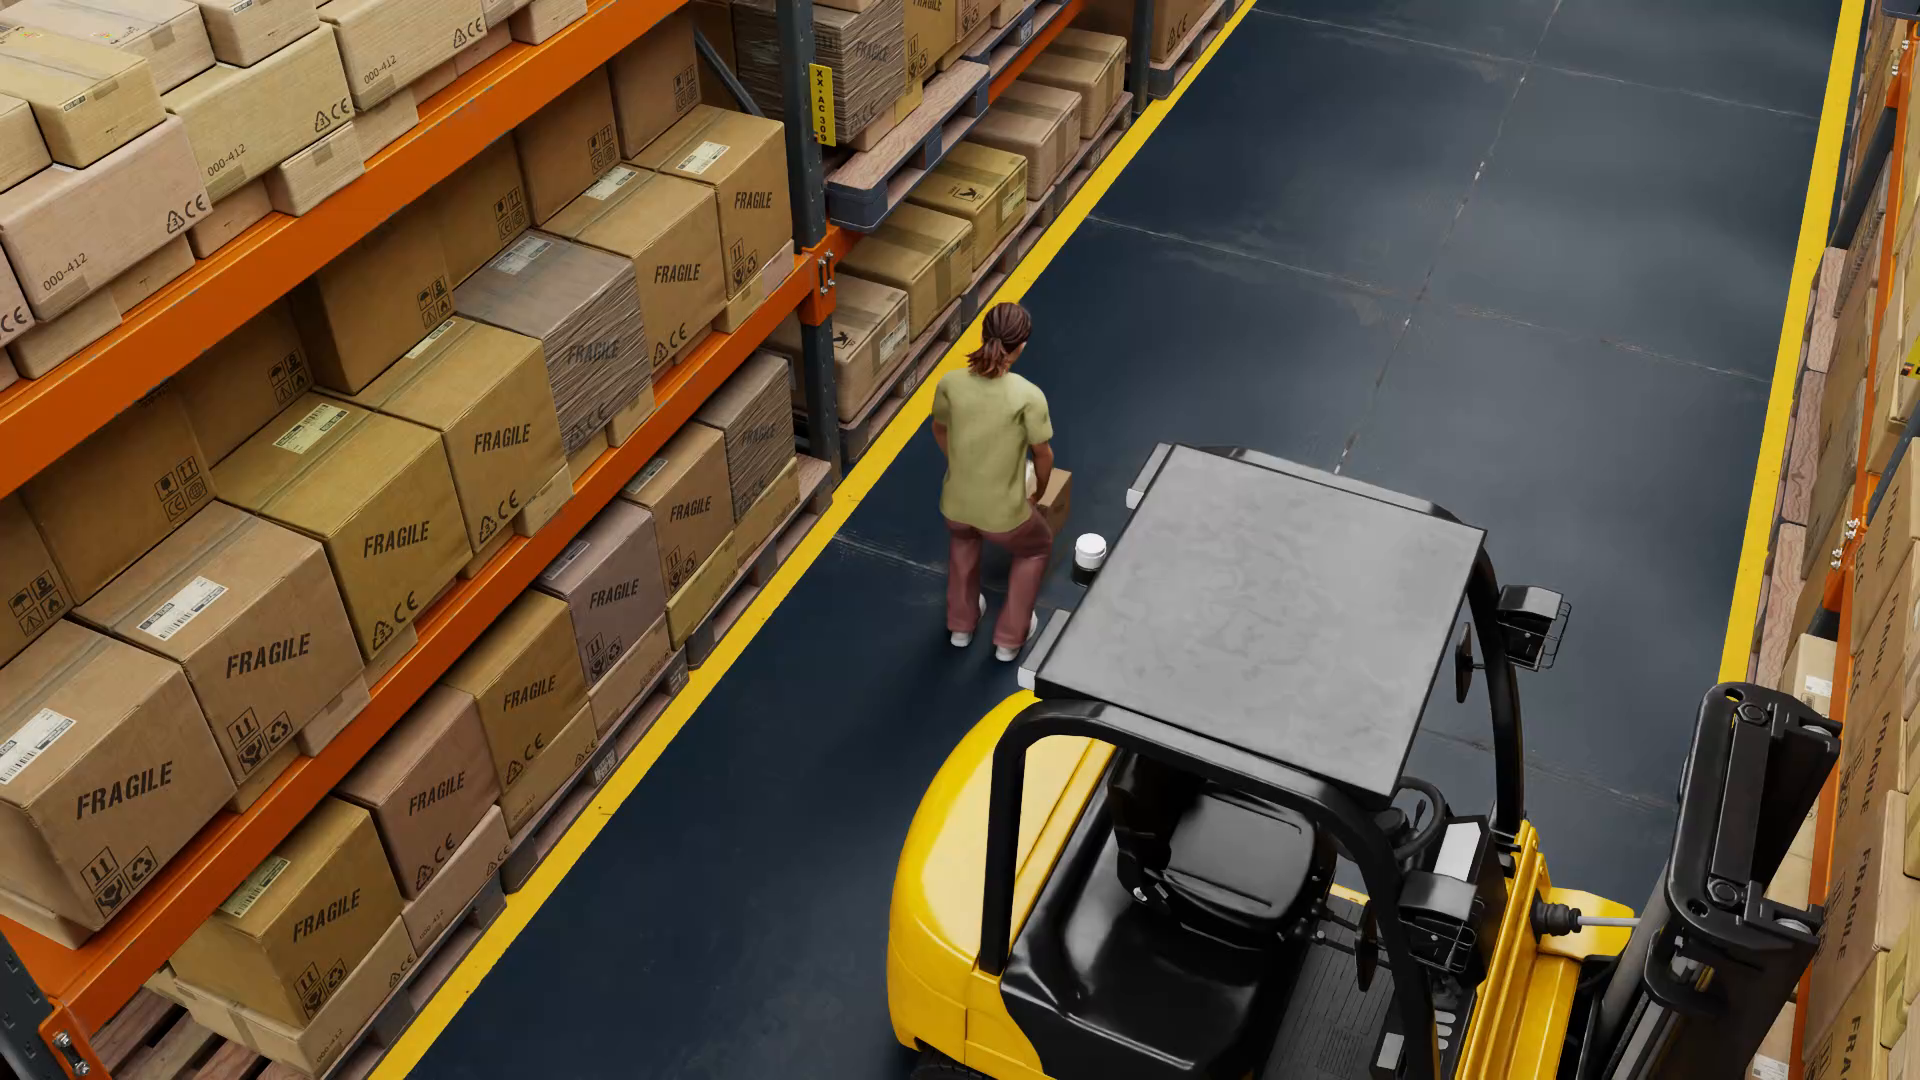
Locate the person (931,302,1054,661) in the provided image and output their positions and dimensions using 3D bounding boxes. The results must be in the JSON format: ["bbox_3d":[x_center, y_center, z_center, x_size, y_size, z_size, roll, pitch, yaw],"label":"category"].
[{"bbox_3d":[0.114,-0.203,6.512,0.498,1.515,0.533,16,45,17],"label":"person"}]
